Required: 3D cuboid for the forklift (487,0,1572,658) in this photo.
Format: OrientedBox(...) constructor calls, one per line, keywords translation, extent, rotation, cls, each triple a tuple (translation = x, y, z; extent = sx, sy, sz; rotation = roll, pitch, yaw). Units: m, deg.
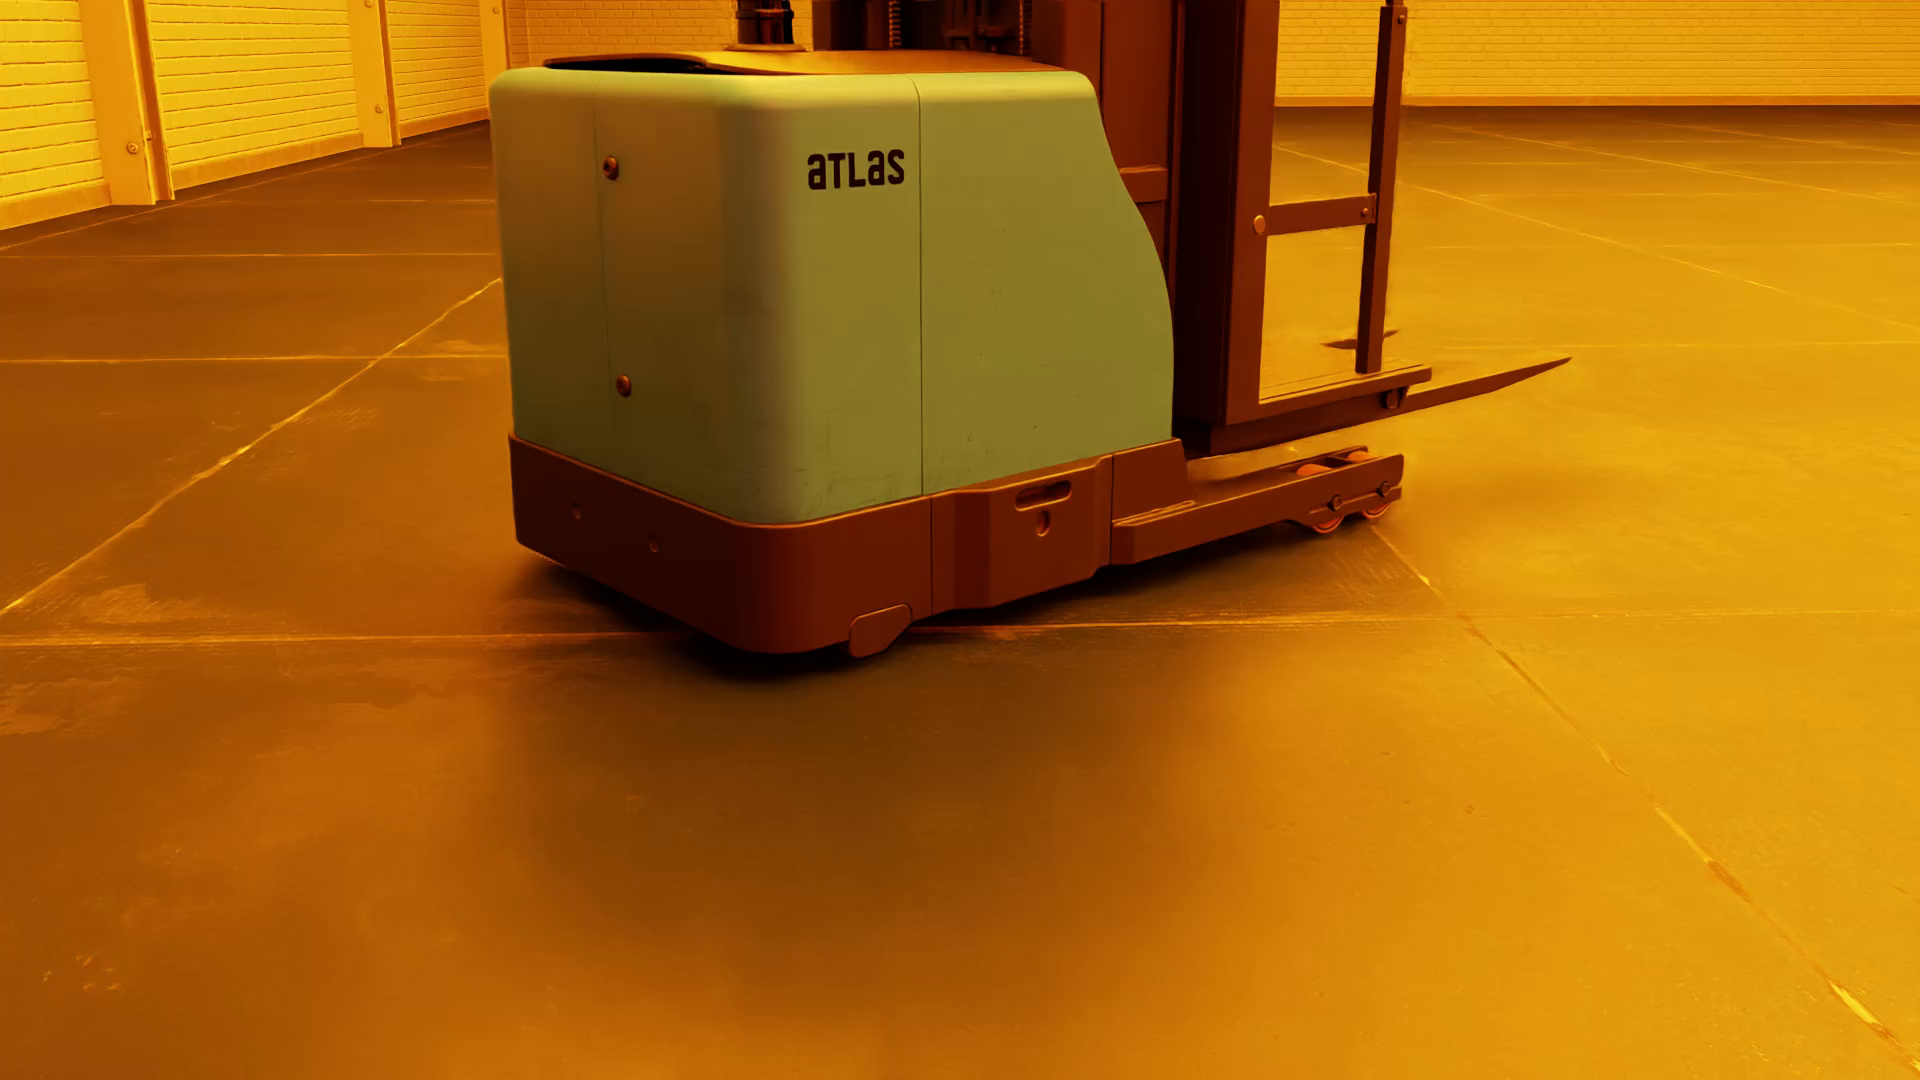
OrientedBox(translation=(0.459, -1.519, 3.874), extent=(3.031, 2.935, 1.130), rotation=(-14, 22, -39), cls="forklift")
